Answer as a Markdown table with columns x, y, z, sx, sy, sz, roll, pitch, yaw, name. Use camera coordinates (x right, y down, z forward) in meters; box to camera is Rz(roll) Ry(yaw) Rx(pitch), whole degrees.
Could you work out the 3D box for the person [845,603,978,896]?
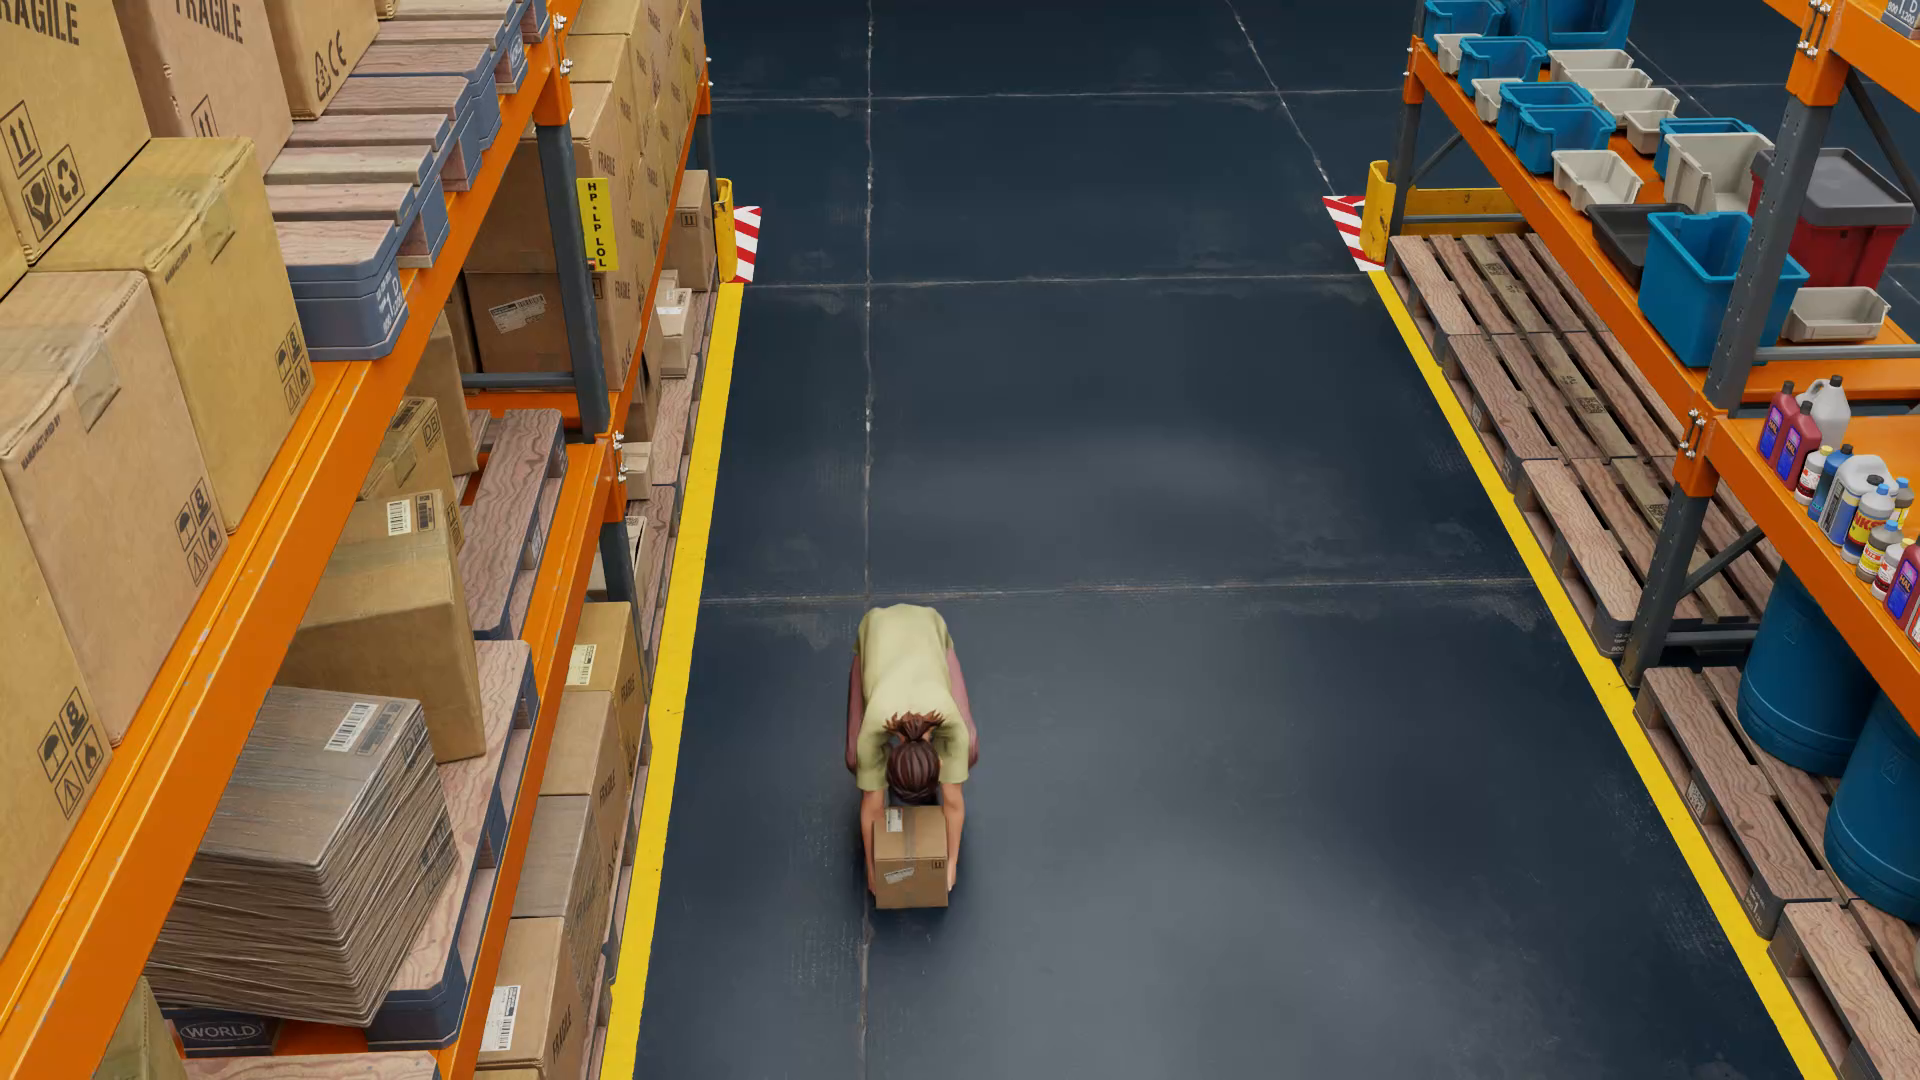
| x | y | z | sx | sy | sz | roll | pitch | yaw | name |
| --- | --- | --- | --- | --- | --- | --- | --- | --- | --- |
| -0.174 | 0.725 | 5.922 | 0.472 | 0.795 | 0.864 | -2 | 35 | -3 | person |
